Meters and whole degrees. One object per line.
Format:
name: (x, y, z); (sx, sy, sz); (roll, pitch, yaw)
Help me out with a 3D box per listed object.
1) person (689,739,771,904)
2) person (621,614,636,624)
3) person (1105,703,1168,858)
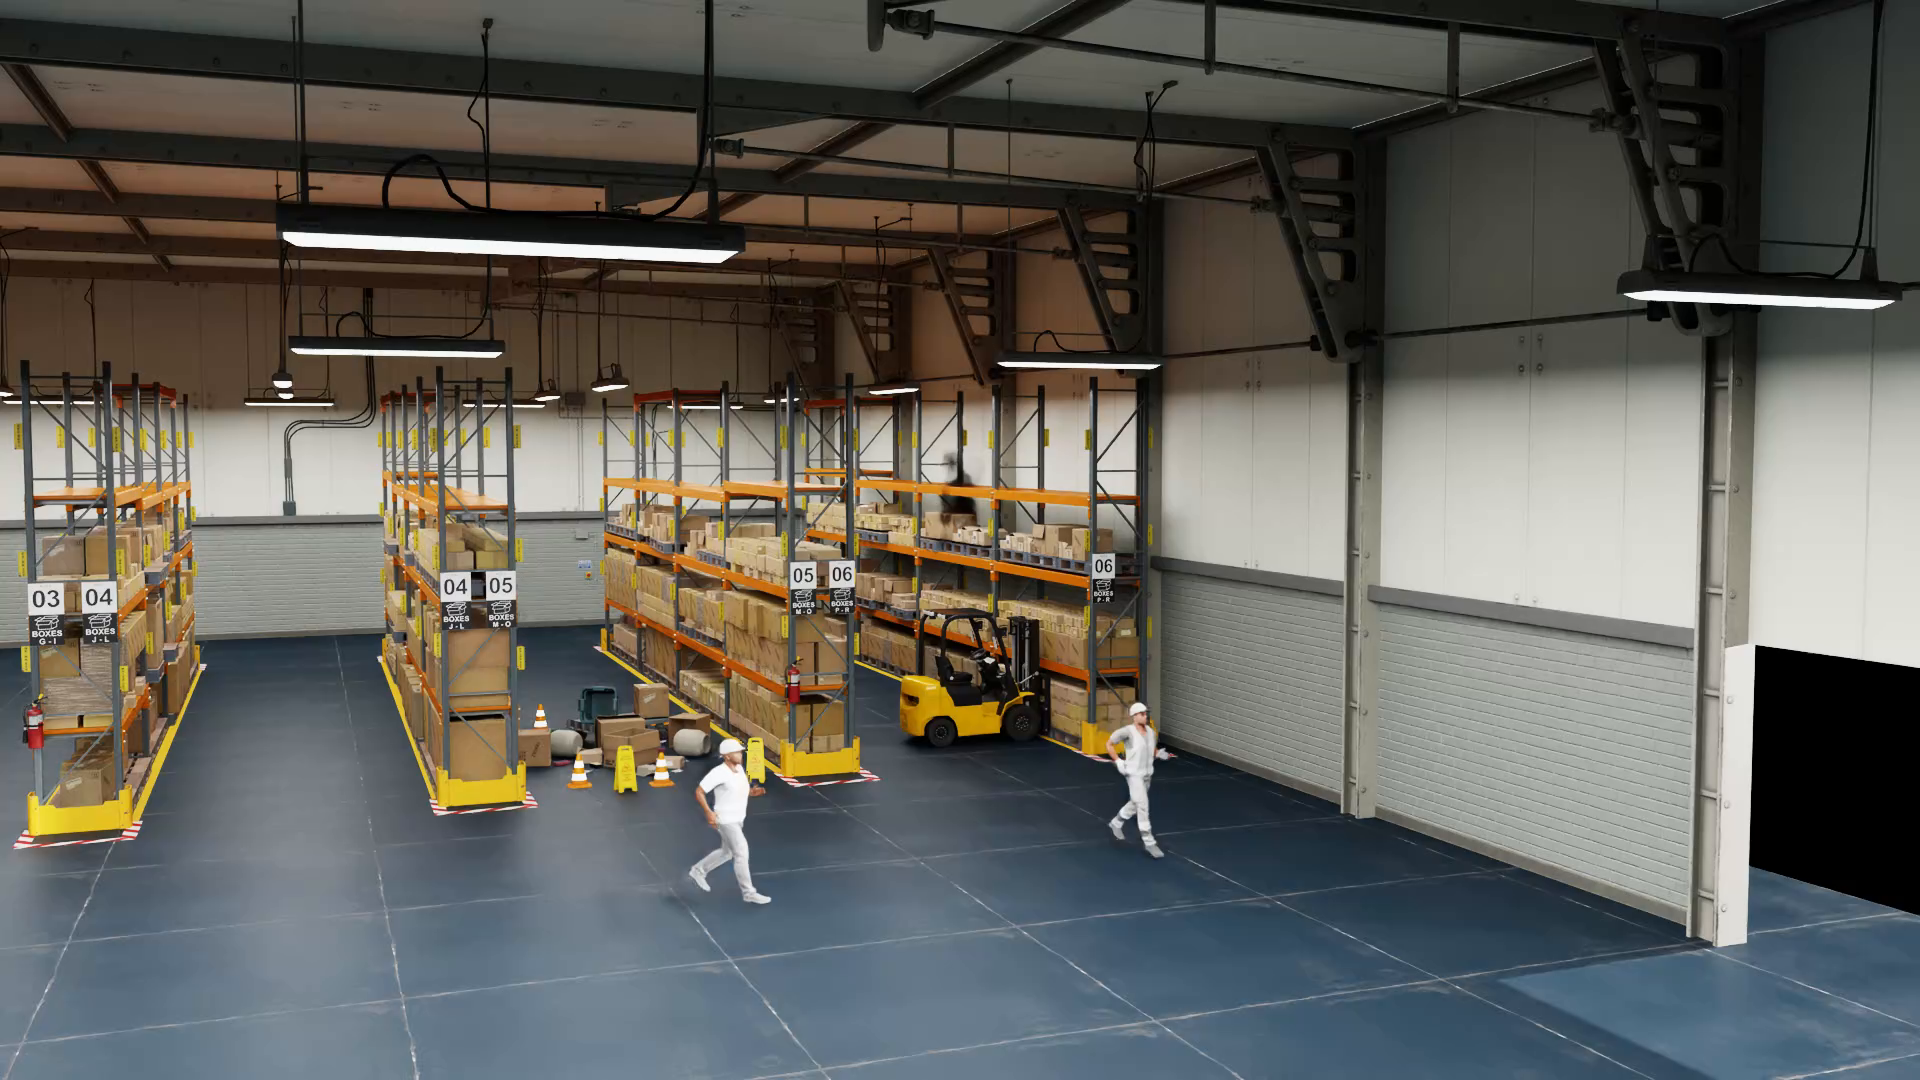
person: (-2.500, 3.012, 17.930); (0.978, 1.750, 0.701); (1, 4, 15)
person: (-8.081, 1.737, 40.875); (0.559, 1.600, 0.601); (0, 3, 2)
person: (2.160, 2.874, 20.209); (0.651, 1.807, 0.979); (-3, 5, -42)
